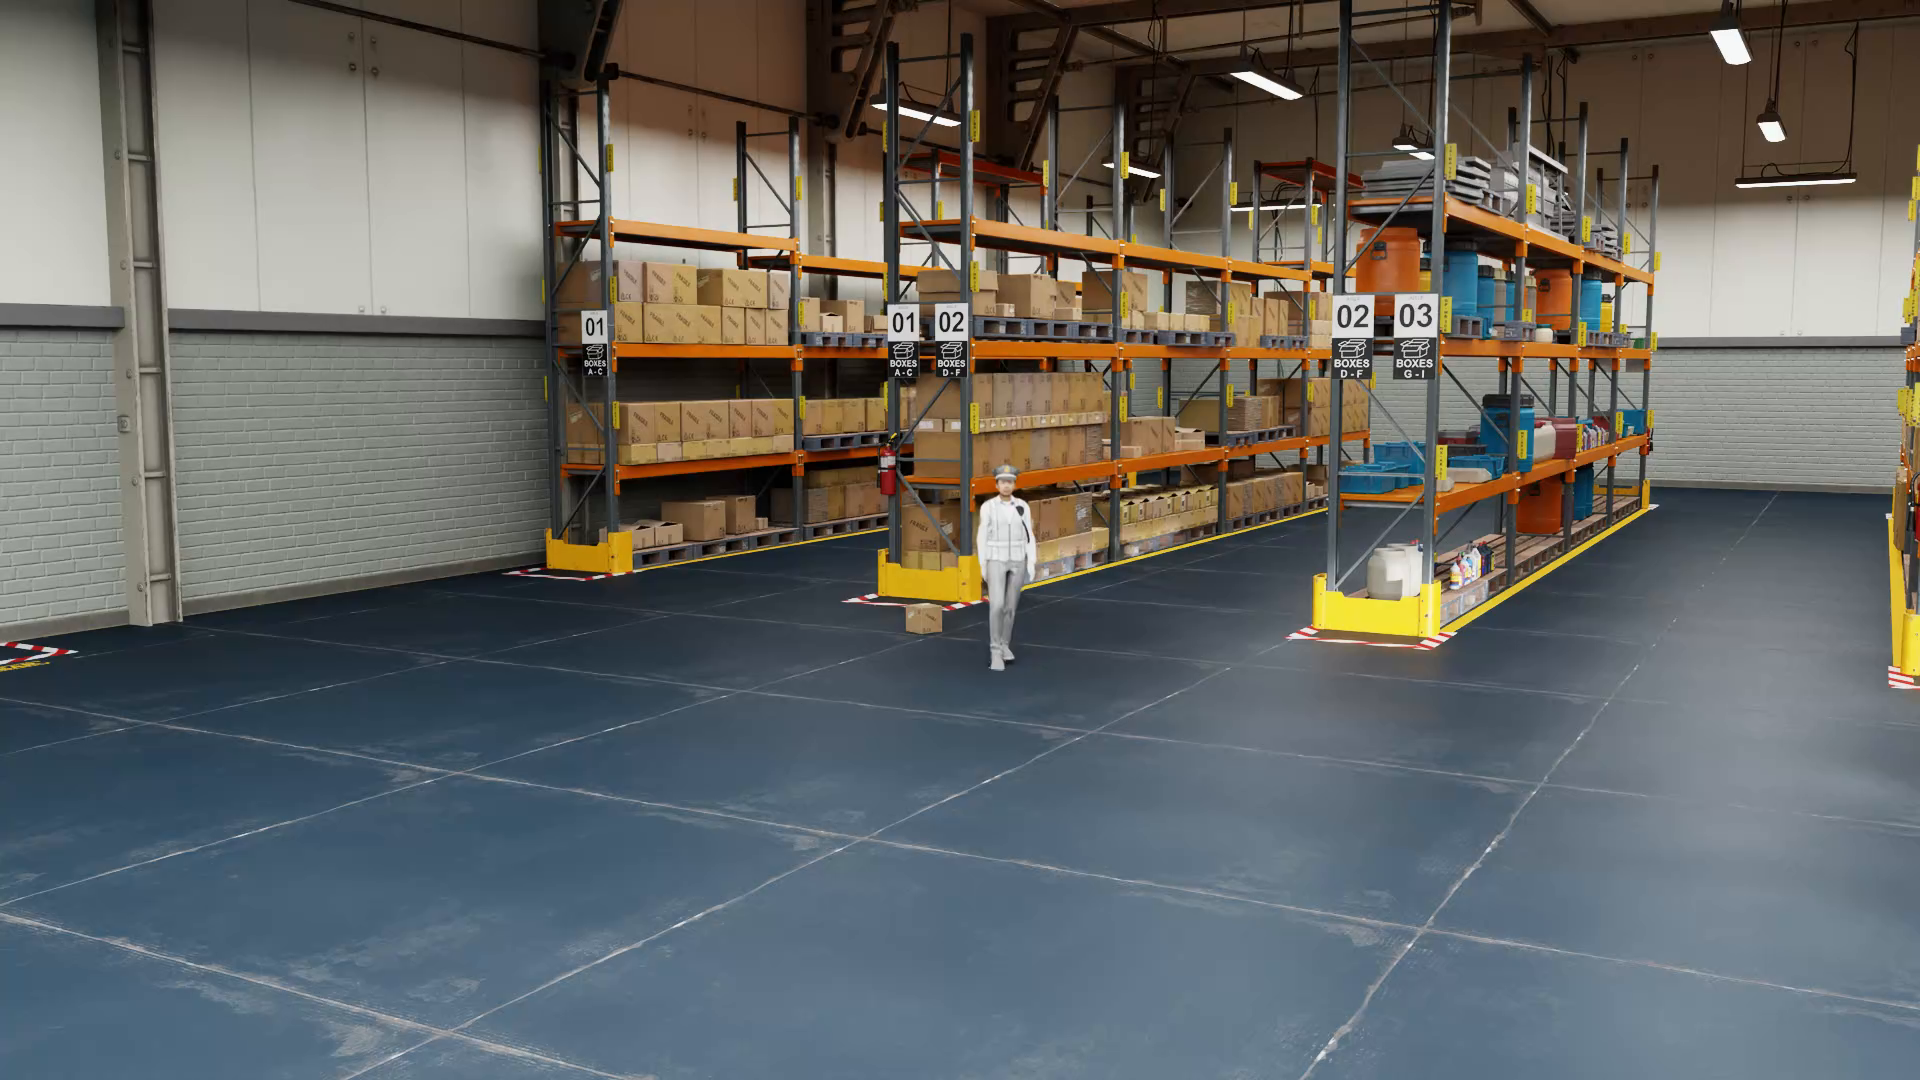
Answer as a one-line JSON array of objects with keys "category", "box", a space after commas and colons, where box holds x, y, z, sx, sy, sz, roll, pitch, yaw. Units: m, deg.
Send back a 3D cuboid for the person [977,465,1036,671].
[{"category": "person", "box": [0.408, 0.241, 14.106, 0.482, 1.756, 0.559, -1, 6, -14]}]
